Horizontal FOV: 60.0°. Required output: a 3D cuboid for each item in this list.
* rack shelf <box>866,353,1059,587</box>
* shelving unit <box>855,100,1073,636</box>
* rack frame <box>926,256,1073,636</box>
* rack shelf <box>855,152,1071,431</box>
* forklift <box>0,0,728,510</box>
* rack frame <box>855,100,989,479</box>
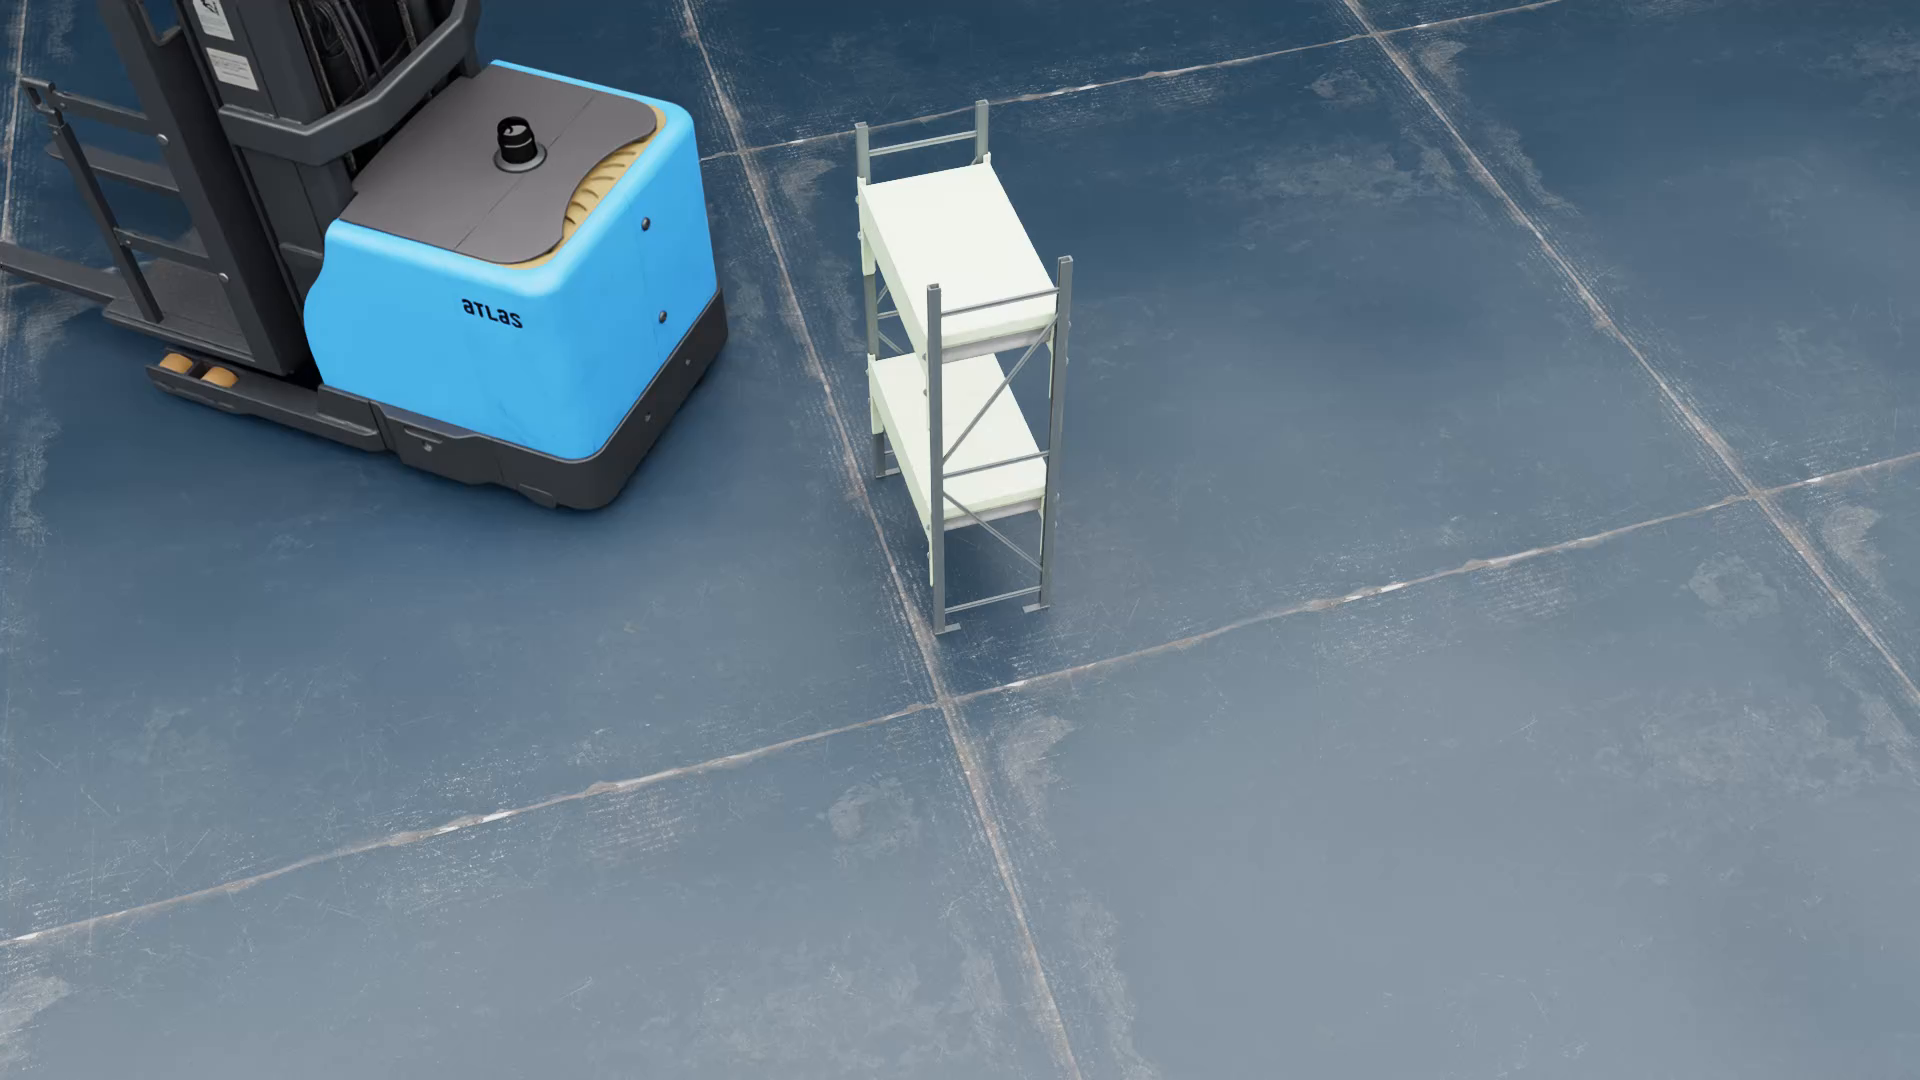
[{"bbox_3d":[-0.002,-0.278,5.430,0.431,0.370,0.720,-13,51,-11],"label":"rack shelf"},{"bbox_3d":[-0.002,-0.488,5.181,0.431,1.500,0.755,-13,51,-11],"label":"shelving unit"},{"bbox_3d":[0.106,-0.221,4.955,0.400,1.500,0.023,-13,51,-11],"label":"rack frame"},{"bbox_3d":[-0.002,-0.740,4.882,0.431,0.370,0.720,-13,51,-11],"label":"rack shelf"},{"bbox_3d":[-2.449,-1.778,5.332,3.031,2.935,1.130,17,52,14],"label":"forklift"},{"bbox_3d":[-0.110,-0.756,5.406,0.400,1.500,0.023,-13,51,-11],"label":"rack frame"}]
